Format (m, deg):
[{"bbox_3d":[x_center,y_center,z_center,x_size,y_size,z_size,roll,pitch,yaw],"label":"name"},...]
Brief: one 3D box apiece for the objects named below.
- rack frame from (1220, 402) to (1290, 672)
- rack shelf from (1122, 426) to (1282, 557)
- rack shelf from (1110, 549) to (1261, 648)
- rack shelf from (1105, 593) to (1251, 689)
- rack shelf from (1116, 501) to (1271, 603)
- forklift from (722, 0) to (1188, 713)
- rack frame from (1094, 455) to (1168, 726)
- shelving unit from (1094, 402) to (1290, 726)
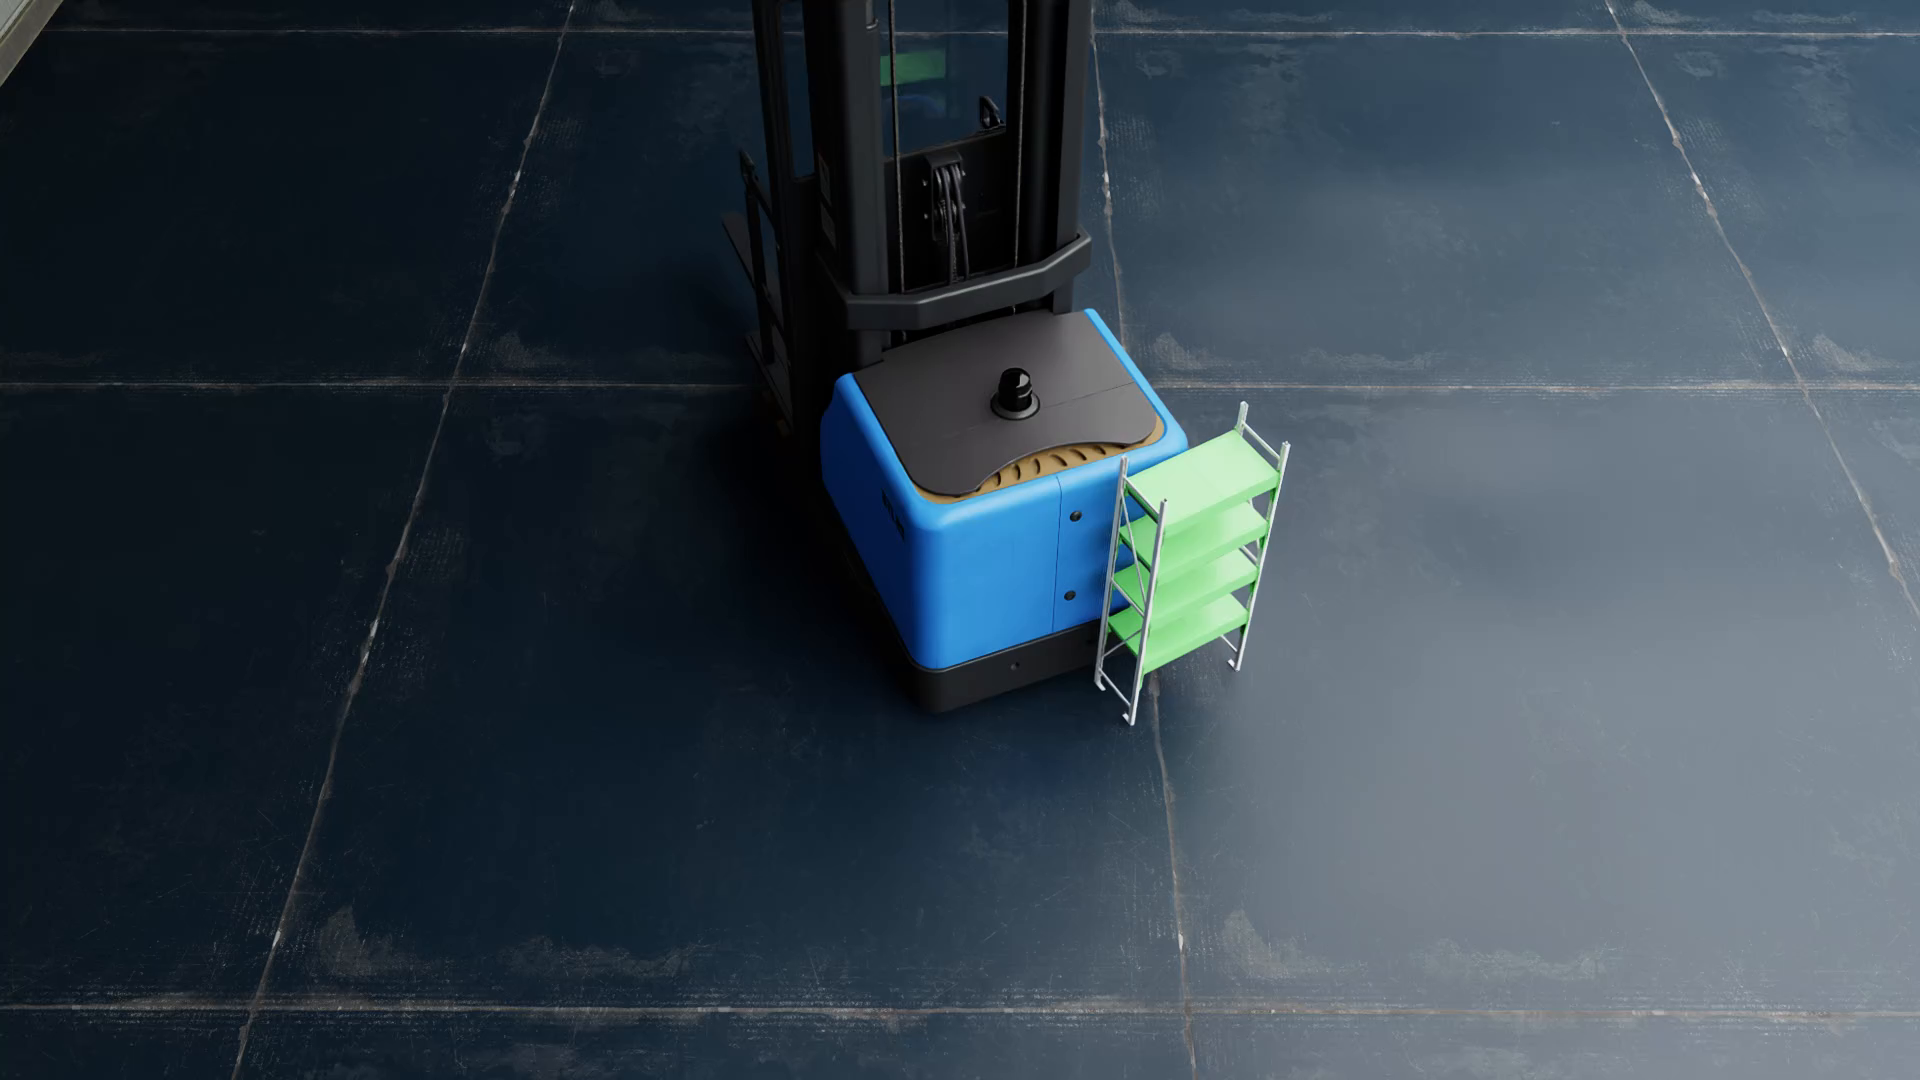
[{"bbox_3d":[0.995,0.019,5.909,0.015,1.200,0.240,-24,53,-21],"label":"rack frame"},{"bbox_3d":[0.792,-0.165,5.512,0.480,0.148,0.258,-24,53,-21],"label":"rack shelf"},{"bbox_3d":[0.786,0.155,5.869,0.480,0.148,0.258,-24,53,-21],"label":"rack shelf"},{"bbox_3d":[0.783,0.314,6.048,0.480,0.148,0.258,-24,53,-21],"label":"rack shelf"},{"bbox_3d":[0.789,-0.005,5.690,0.480,0.148,0.258,-24,53,-21],"label":"rack shelf"},{"bbox_3d":[-0.240,-1.465,6.111,1.130,2.935,3.031,-17,49,-15],"label":"forklift"},{"bbox_3d":[0.579,0.205,5.735,0.015,1.200,0.240,-24,53,-21],"label":"rack frame"},{"bbox_3d":[0.787,0.112,5.822,0.503,1.200,0.258,-24,53,-21],"label":"shelving unit"}]
